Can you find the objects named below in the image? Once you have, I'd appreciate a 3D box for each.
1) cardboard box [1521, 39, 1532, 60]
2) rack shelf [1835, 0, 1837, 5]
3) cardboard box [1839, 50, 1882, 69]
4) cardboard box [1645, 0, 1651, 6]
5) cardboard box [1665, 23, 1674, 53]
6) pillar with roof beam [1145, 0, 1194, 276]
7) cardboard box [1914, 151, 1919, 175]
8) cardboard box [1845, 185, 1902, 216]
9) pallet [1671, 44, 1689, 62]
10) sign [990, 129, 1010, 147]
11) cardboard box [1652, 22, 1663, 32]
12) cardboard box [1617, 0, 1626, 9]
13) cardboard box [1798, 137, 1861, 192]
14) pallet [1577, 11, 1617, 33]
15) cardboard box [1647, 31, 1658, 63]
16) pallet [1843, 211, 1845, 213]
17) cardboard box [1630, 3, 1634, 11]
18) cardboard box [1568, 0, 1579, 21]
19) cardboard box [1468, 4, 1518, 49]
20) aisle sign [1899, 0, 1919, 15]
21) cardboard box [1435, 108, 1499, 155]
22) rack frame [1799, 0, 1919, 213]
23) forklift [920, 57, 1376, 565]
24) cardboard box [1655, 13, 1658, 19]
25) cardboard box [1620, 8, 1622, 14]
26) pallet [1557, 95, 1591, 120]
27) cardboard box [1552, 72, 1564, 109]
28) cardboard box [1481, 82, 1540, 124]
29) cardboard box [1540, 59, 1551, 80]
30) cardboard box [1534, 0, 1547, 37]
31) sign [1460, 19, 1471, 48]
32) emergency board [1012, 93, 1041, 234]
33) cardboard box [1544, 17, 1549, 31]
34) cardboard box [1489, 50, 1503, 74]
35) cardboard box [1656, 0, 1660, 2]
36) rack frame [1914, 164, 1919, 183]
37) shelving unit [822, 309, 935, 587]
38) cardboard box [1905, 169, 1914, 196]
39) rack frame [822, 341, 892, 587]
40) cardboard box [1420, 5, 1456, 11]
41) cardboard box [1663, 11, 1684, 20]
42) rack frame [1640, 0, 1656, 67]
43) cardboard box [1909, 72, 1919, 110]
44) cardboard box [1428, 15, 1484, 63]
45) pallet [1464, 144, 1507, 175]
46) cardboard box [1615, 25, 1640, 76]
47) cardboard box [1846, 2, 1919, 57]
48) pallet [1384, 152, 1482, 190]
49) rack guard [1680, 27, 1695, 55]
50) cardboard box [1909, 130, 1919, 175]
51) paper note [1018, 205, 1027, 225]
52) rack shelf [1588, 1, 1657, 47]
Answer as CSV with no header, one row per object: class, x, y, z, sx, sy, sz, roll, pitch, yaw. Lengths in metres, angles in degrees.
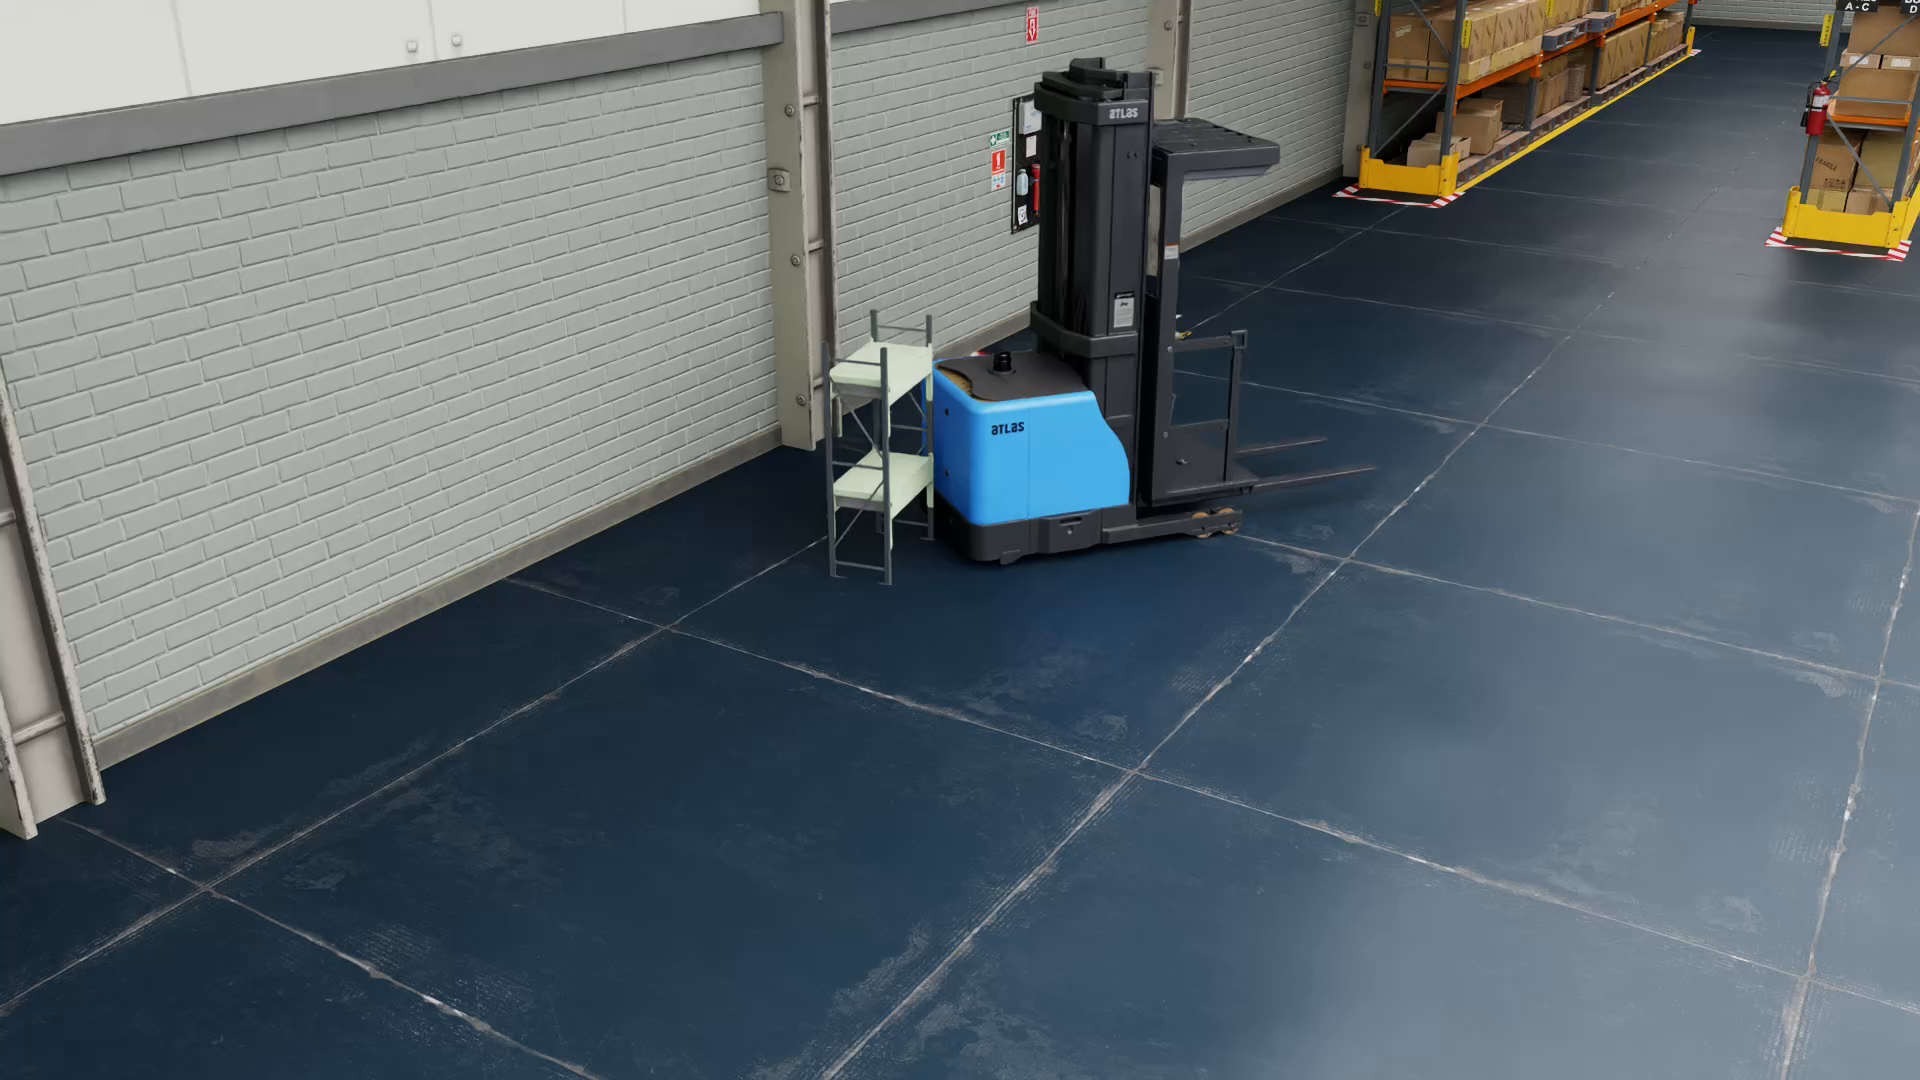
cardboard box,7.423,-6.665,22.533,0.500,0.250,0.500,14,27,29
rack shelf,10.841,-6.449,19.001,1.077,0.370,4.000,14,27,29
cardboard box,9.826,-5.240,18.136,0.380,0.149,0.250,13,27,28
cardboard box,11.855,-9.445,29.082,0.380,0.149,0.250,14,27,30
cardboard box,13.203,-9.614,31.800,0.700,0.500,0.500,13,27,27
pillar with roof beam,5.702,-6.008,13.300,9.100,9.000,0.400,14,27,29
cardboard box,11.837,-4.806,21.008,0.500,0.250,0.500,14,27,29
cardboard box,10.258,-3.793,18.668,0.500,0.250,0.500,14,27,29
pallet,13.660,-9.598,32.656,1.003,0.211,1.213,14,27,29
sign,0.340,-3.425,14.174,0.001,0.109,0.331,14,27,29
cardboard box,12.723,-9.466,30.641,0.380,0.149,0.250,15,28,31
cardboard box,10.553,-8.941,27.102,0.500,0.500,0.500,15,28,31
cardboard box,9.816,-4.246,18.770,0.500,0.500,0.500,14,27,29
pallet,9.510,-8.113,25.957,1.213,0.211,1.003,14,27,29
cardboard box,12.387,-9.091,30.592,0.700,0.500,0.500,14,27,30
pallet,10.154,-3.715,19.065,1.003,0.211,1.213,14,27,29
cardboard box,11.260,-9.115,28.321,0.380,0.149,0.250,13,27,28
cardboard box,8.918,-8.126,25.066,0.700,0.500,0.500,14,27,29
cardboard box,6.892,-6.661,21.581,0.500,0.500,0.500,15,27,31
aisle sign,10.012,-5.834,17.178,0.394,0.787,0.004,14,27,29
cardboard box,6.747,-5.463,22.187,0.700,0.500,0.500,12,26,26
rack frame,9.786,-4.727,17.894,1.000,3.000,0.127,14,27,29
forklift,1.306,-1.543,10.624,3.031,2.935,1.130,-9,25,-19
cardboard box,13.228,-10.079,32.058,0.380,0.149,0.250,14,27,29
cardboard box,10.821,-8.861,27.734,0.380,0.149,0.250,14,27,30
pallet,9.382,-6.921,26.472,1.003,0.211,1.213,14,27,29
cardboard box,8.852,-6.942,25.603,0.700,0.500,0.500,14,27,29
cardboard box,8.060,-6.421,24.399,0.700,0.500,0.500,15,28,31
cardboard box,8.560,-7.091,25.003,0.500,0.250,0.500,13,27,27
cardboard box,7.699,-7.174,22.767,0.500,0.500,0.500,14,27,29
sign,6.037,-6.048,19.855,0.100,0.325,0.005,14,27,29
emergency board,0.709,-3.331,14.668,0.194,1.169,0.643,14,27,29
cardboard box,7.983,-7.527,23.681,0.700,0.500,0.500,14,27,29
cardboard box,6.638,-6.152,21.348,0.500,0.250,0.500,13,27,28
cardboard box,12.206,-10.132,30.001,0.980,0.700,0.700,14,27,30
rack frame,11.896,-6.077,21.013,1.000,3.000,0.127,14,27,29
shelving unit,-0.485,-0.573,10.186,0.431,1.500,0.755,8,25,18
cardboard box,11.051,-4.299,19.836,0.500,0.250,0.500,14,27,29
rack frame,-0.608,-0.436,9.870,0.400,1.500,0.023,8,25,18
cardboard box,6.187,-6.596,21.429,0.500,0.500,0.500,13,27,28
cardboard box,13.818,-10.169,32.265,0.380,0.149,0.250,14,27,28
rack frame,11.906,-9.814,29.645,1.000,3.000,0.127,14,27,29
cardboard box,10.316,-5.106,18.644,0.700,0.500,0.500,15,27,30
cardboard box,6.083,-6.147,20.393,0.500,0.500,0.500,14,27,29
pallet,6.719,-5.187,22.466,1.003,0.211,1.213,14,27,29
cardboard box,11.207,-8.473,28.725,0.750,0.750,0.750,15,27,31
cardboard box,10.071,-5.541,18.016,0.700,0.500,0.500,14,27,29
pallet,6.074,-4.777,21.519,1.003,0.211,1.213,14,27,29
rack guard,14.028,-10.025,33.279,1.175,0.500,0.348,14,27,29
cardboard box,11.051,-4.642,19.687,0.500,0.500,0.500,14,27,29
paper note,0.557,-2.881,14.738,0.016,0.148,0.142,14,27,29
rack shelf,10.851,-8.809,28.229,1.077,0.370,4.000,14,27,29
